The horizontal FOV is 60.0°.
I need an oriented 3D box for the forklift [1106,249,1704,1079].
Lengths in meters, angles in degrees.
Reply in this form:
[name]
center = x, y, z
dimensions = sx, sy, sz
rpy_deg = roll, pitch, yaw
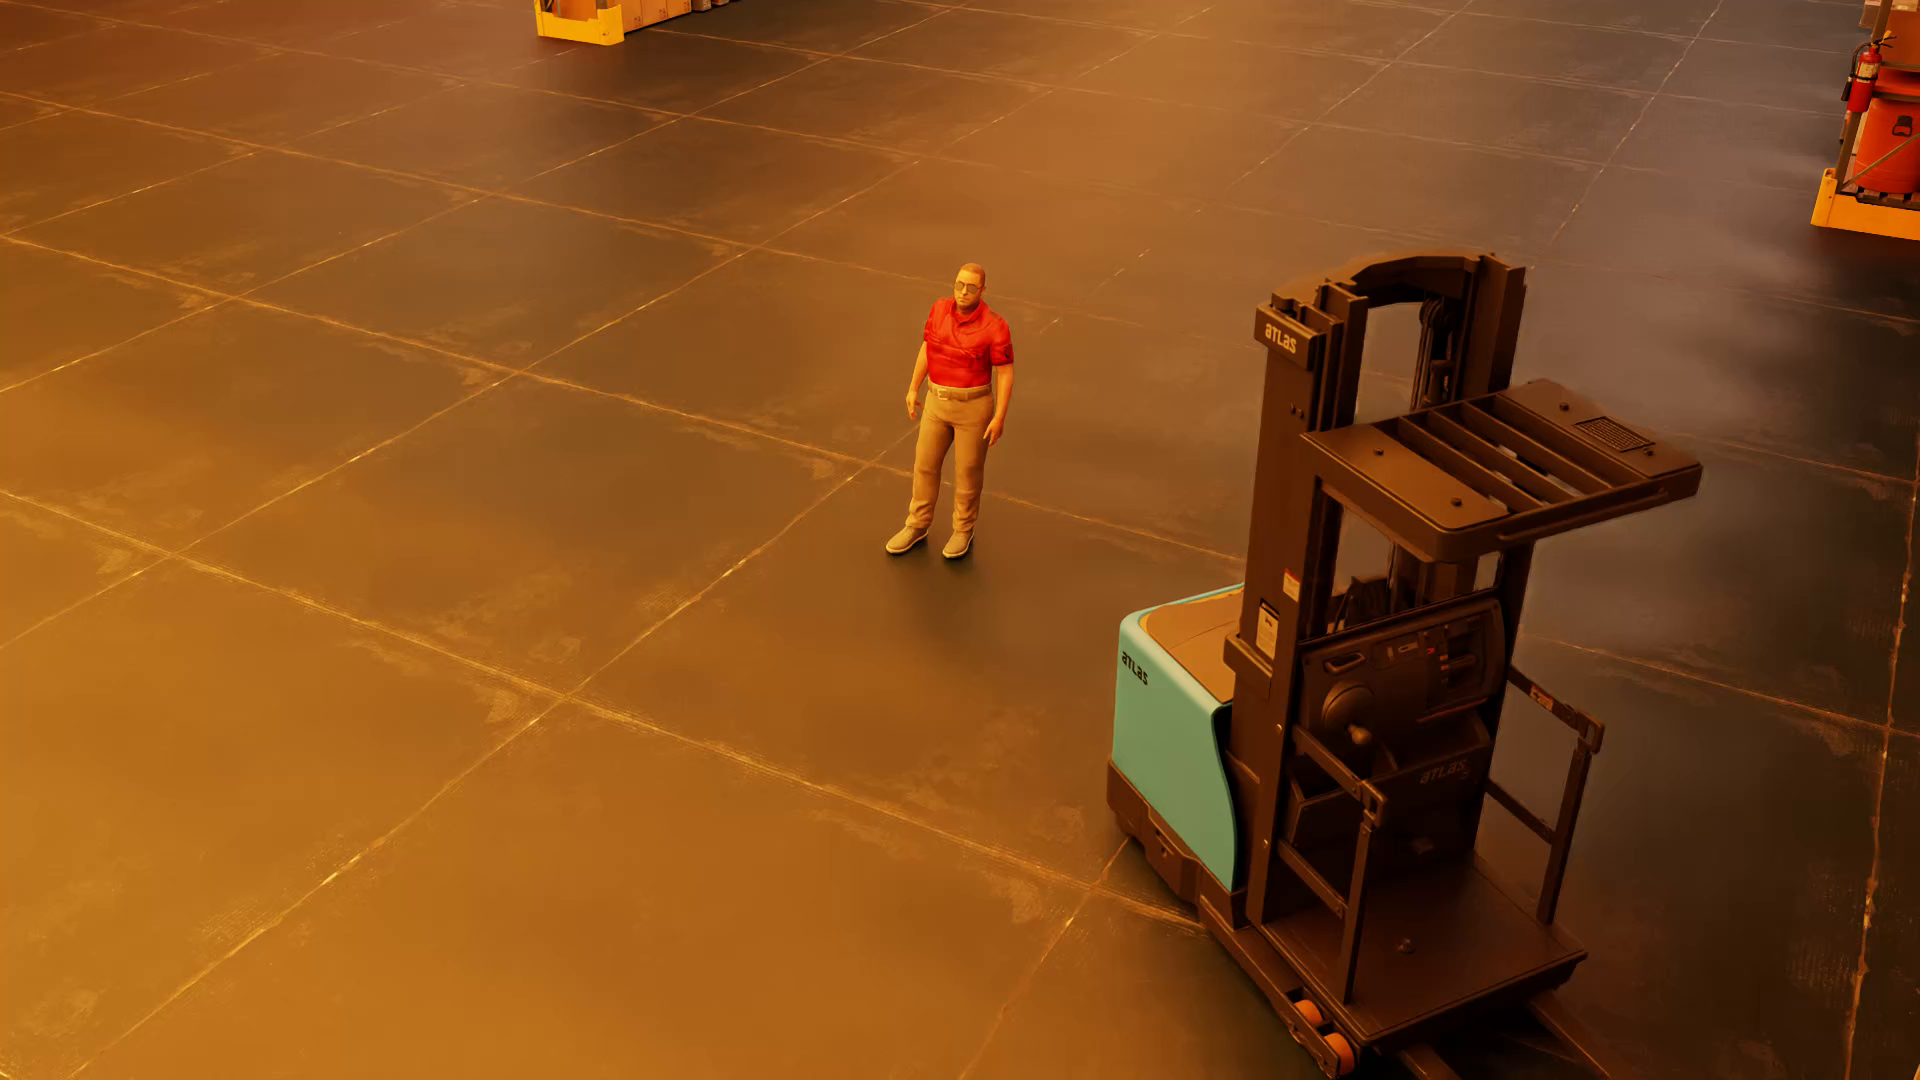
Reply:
[forklift]
center = 1.773, 0.550, 6.117
dimensions = 1.130, 2.935, 3.031
rpy_deg = -13, 33, -22

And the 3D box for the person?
[person]
center = -0.054, -0.718, 9.505
dimensions = 0.640, 1.727, 0.551
rpy_deg = 15, 33, 25
